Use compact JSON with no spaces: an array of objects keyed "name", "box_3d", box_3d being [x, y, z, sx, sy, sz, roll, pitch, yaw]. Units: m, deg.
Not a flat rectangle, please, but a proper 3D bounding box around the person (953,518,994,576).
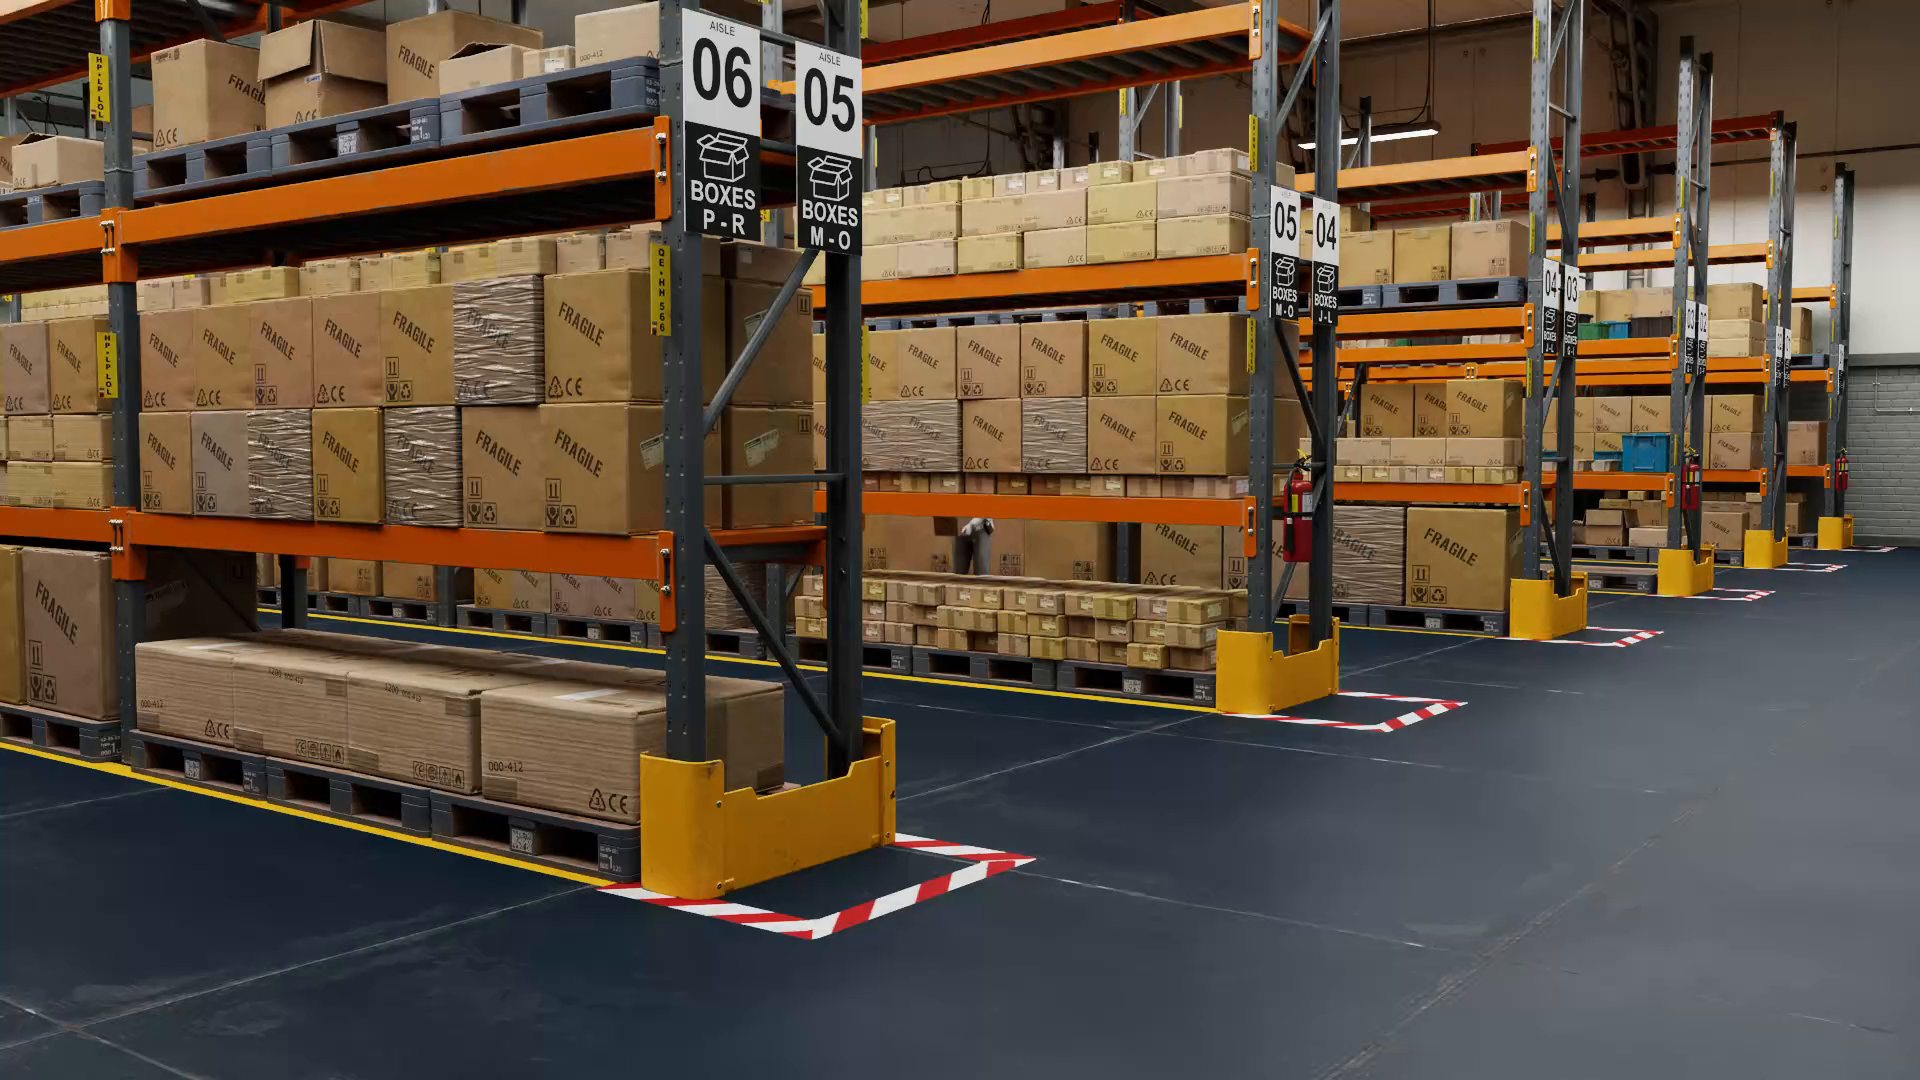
[{"name":"person","box_3d":[0.064,-0.028,14.452,0.459,1.690,0.532,2,4,36]}]
